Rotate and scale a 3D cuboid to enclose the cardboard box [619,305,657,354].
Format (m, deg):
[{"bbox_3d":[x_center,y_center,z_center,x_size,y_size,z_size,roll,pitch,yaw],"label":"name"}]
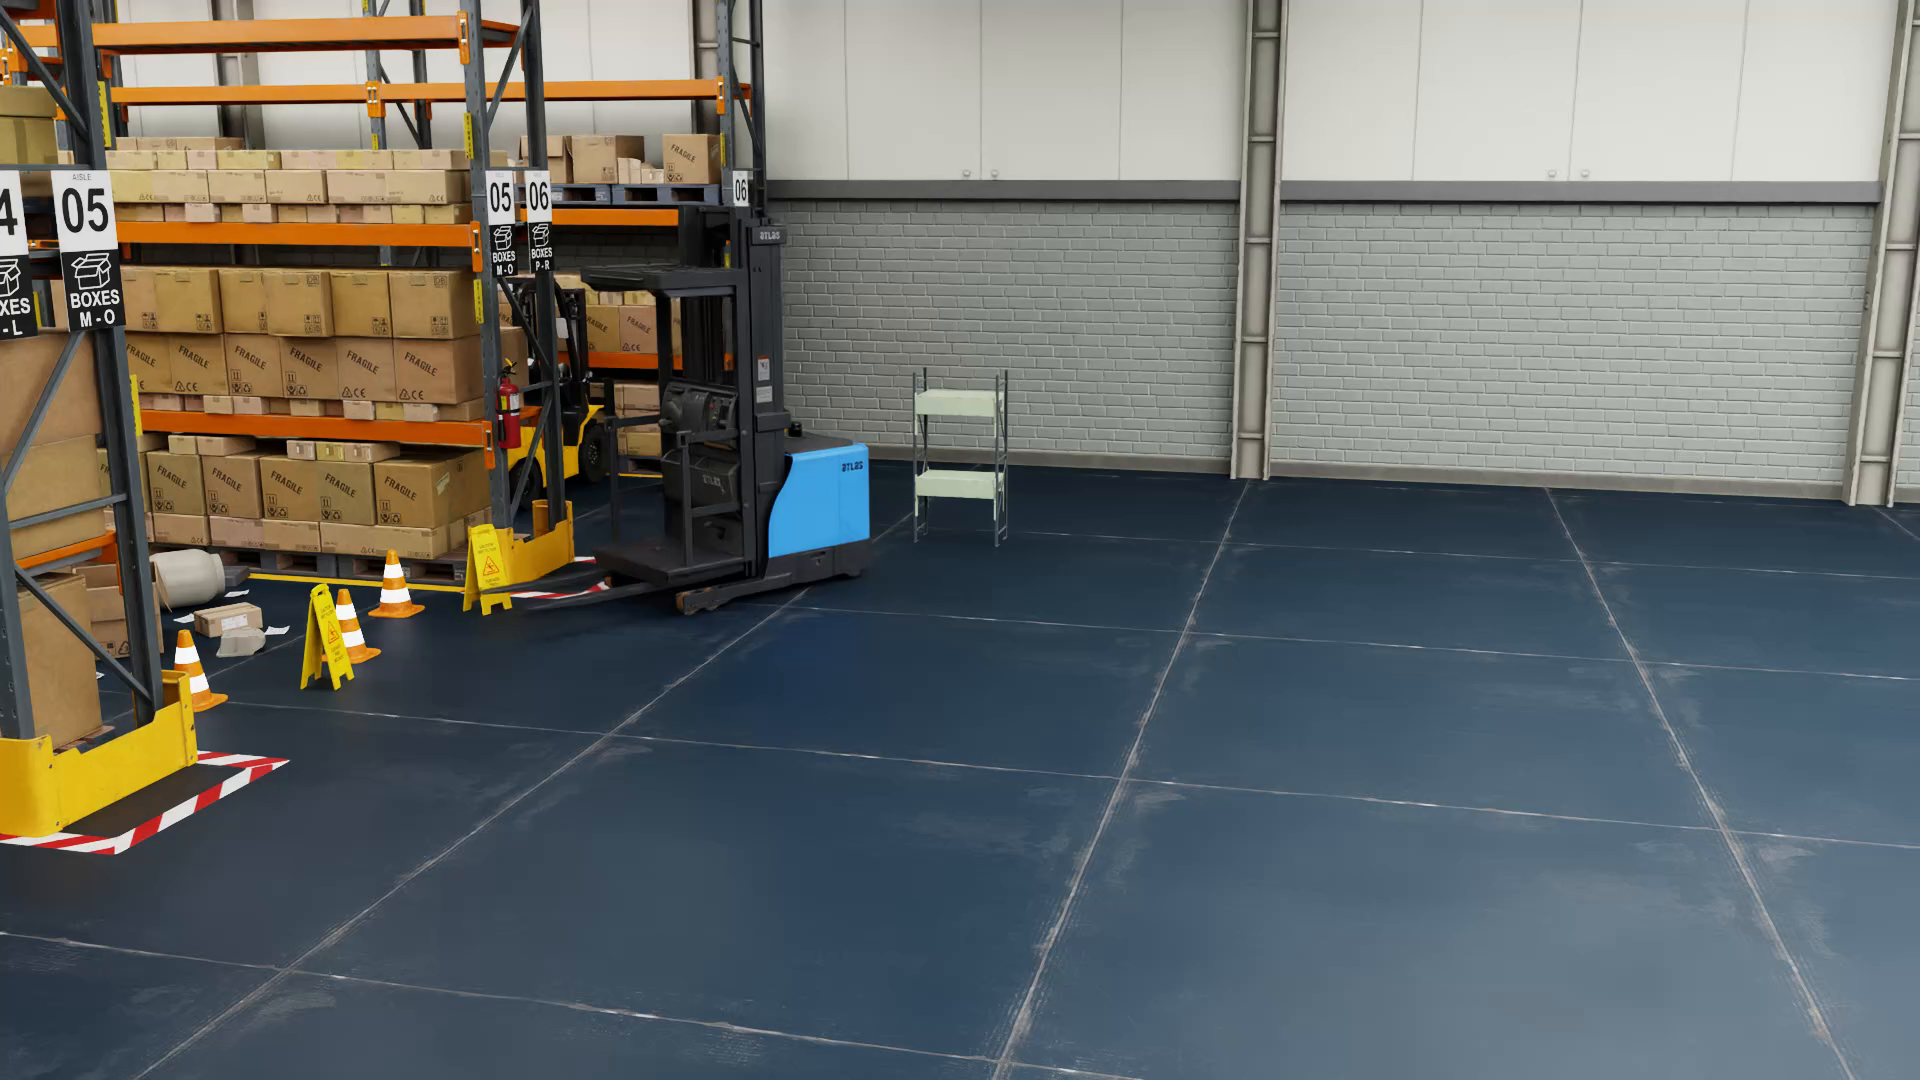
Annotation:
[{"bbox_3d":[-3.307,-2.273,17.821,0.500,0.500,0.500,3,13,15],"label":"cardboard box"}]

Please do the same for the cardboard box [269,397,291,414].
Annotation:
[{"bbox_3d":[-5.344,-1.116,13.418,0.250,0.149,0.380,3,13,14],"label":"cardboard box"}]

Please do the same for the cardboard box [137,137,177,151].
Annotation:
[{"bbox_3d":[-8.873,-4.313,18.891,0.500,0.500,0.700,3,13,12],"label":"cardboard box"}]

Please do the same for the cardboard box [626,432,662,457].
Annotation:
[{"bbox_3d":[-3.277,-1.073,18.024,0.500,0.250,0.500,3,13,14],"label":"cardboard box"}]

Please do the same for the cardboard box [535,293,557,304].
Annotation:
[{"bbox_3d":[-4.405,-2.641,17.986,0.250,0.149,0.380,3,13,12],"label":"cardboard box"}]

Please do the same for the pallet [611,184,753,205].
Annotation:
[{"bbox_3d":[-2.945,-3.688,17.710,1.213,0.211,1.003,3,13,14],"label":"pallet"}]

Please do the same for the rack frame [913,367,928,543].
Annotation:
[{"bbox_3d":[-0.349,-0.751,14.655,0.023,1.500,0.400,3,13,14],"label":"rack frame"}]

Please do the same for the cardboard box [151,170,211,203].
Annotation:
[{"bbox_3d":[-5.986,-2.791,13.121,0.500,0.250,0.500,3,13,14],"label":"cardboard box"}]

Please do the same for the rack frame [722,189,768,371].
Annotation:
[{"bbox_3d":[-2.264,-2.225,17.836,0.127,3.000,1.000,3,13,14],"label":"rack frame"}]

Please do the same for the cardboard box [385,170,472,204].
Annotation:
[{"bbox_3d":[-4.011,-2.687,12.653,0.500,0.250,0.500,3,13,13],"label":"cardboard box"}]

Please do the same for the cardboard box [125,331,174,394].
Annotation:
[{"bbox_3d":[-6.480,-1.480,13.560,0.500,0.500,0.500,3,13,13],"label":"cardboard box"}]

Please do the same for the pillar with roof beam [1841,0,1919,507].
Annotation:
[{"bbox_3d":[7.895,-3.851,11.316,0.400,9.000,9.100,3,13,14],"label":"pillar with roof beam"}]

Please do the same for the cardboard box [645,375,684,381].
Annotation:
[{"bbox_3d":[-3.172,-1.665,18.385,0.500,0.250,0.500,3,13,14],"label":"cardboard box"}]

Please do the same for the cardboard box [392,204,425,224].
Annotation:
[{"bbox_3d":[-4.113,-2.488,12.678,0.250,0.149,0.380,3,13,14],"label":"cardboard box"}]

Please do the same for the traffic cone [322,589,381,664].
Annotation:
[{"bbox_3d":[-4.112,0.558,11.151,0.334,0.463,0.336,3,13,14],"label":"traffic cone"}]

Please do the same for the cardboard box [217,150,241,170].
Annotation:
[{"bbox_3d":[-5.577,-2.971,13.013,0.250,0.149,0.380,3,13,15],"label":"cardboard box"}]

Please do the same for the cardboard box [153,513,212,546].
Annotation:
[{"bbox_3d":[-6.304,-0.138,13.810,0.500,0.250,0.500,4,13,17],"label":"cardboard box"}]

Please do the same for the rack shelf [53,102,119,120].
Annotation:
[{"bbox_3d":[-11.973,-5.126,19.646,4.000,0.370,1.077,3,13,14],"label":"rack shelf"}]

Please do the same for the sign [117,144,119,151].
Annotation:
[{"bbox_3d":[-7.211,-3.220,14.201,0.005,0.325,0.100,3,13,14],"label":"sign"}]

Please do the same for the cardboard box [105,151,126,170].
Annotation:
[{"bbox_3d":[-6.592,-3.011,13.195,0.250,0.149,0.380,3,13,12],"label":"cardboard box"}]

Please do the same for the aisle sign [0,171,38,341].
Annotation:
[{"bbox_3d":[-4.541,-1.337,7.832,0.004,0.787,0.394,3,13,14],"label":"aisle sign"}]

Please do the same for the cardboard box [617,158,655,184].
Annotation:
[{"bbox_3d":[-3.388,-3.870,17.434,0.258,0.266,0.396,3,13,14],"label":"cardboard box"}]

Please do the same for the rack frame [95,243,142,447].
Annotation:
[{"bbox_3d":[-10.031,-2.640,19.707,0.127,3.000,1.000,3,13,14],"label":"rack frame"}]

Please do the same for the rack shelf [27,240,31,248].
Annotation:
[{"bbox_3d":[-9.275,-2.605,14.286,4.000,0.370,1.077,3,13,14],"label":"rack shelf"}]

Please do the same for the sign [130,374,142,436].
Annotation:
[{"bbox_3d":[-4.399,-0.712,8.837,0.005,0.325,0.100,3,13,14],"label":"sign"}]

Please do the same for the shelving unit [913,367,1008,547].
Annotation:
[{"bbox_3d":[0.006,-0.732,14.570,0.755,1.500,0.431,3,13,14],"label":"shelving unit"}]

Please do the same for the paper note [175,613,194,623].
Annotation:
[{"bbox_3d":[-5.633,0.568,12.128,0.142,0.019,0.148,8,15,33],"label":"paper note"}]

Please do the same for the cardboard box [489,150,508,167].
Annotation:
[{"bbox_3d":[-3.746,-2.973,13.022,0.250,0.149,0.380,3,13,13],"label":"cardboard box"}]

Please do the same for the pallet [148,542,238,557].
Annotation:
[{"bbox_3d":[-6.673,0.001,14.244,1.213,0.211,1.003,3,13,14],"label":"pallet"}]

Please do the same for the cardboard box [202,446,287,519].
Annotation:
[{"bbox_3d":[-5.800,-0.477,13.606,0.500,0.500,0.500,4,13,16],"label":"cardboard box"}]

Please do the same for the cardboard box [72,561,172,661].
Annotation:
[{"bbox_3d":[-5.762,0.479,11.412,0.637,0.503,0.797,-6,14,-25],"label":"cardboard box"}]

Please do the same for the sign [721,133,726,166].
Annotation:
[{"bbox_3d":[-2.408,-3.969,16.912,0.005,0.325,0.100,3,13,14],"label":"sign"}]

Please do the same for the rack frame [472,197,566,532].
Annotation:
[{"bbox_3d":[-3.450,-1.181,13.130,0.127,3.000,1.000,3,13,14],"label":"rack frame"}]

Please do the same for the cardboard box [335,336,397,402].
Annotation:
[{"bbox_3d":[-4.528,-1.372,13.074,0.500,0.500,0.500,3,13,14],"label":"cardboard box"}]

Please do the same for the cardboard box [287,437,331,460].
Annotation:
[{"bbox_3d":[-5.162,-0.745,13.318,0.250,0.149,0.380,4,13,16],"label":"cardboard box"}]

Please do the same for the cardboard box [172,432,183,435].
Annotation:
[{"bbox_3d":[-6.695,-0.643,14.353,0.500,0.500,0.500,3,13,13],"label":"cardboard box"}]

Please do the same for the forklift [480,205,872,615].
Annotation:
[{"bbox_3d":[-2.137,-1.007,12.506,3.031,2.935,1.130,-11,17,-42],"label":"forklift"}]

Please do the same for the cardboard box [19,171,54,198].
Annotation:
[{"bbox_3d":[-4.794,-1.815,8.445,0.250,0.149,0.380,3,13,14],"label":"cardboard box"}]

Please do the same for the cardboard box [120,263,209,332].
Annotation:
[{"bbox_3d":[-6.468,-1.971,13.466,0.500,0.500,0.700,3,13,14],"label":"cardboard box"}]

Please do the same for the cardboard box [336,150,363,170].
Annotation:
[{"bbox_3d":[-4.576,-2.922,12.792,0.250,0.149,0.380,3,13,14],"label":"cardboard box"}]

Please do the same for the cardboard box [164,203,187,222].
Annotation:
[{"bbox_3d":[-6.091,-2.610,13.226,0.250,0.149,0.380,3,13,12],"label":"cardboard box"}]

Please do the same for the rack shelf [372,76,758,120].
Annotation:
[{"bbox_3d":[-4.206,-4.711,17.775,4.000,0.370,1.077,3,13,14],"label":"rack shelf"}]

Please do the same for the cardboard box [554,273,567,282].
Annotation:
[{"bbox_3d":[-4.394,-2.805,18.034,0.250,0.149,0.380,3,13,14],"label":"cardboard box"}]

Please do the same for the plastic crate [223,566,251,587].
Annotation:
[{"bbox_3d":[-6.006,0.291,13.237,0.583,0.080,0.402,-1,13,-6],"label":"plastic crate"}]

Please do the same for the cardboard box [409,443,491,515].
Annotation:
[{"bbox_3d":[-4.190,-0.511,13.757,0.500,0.500,0.500,3,13,12],"label":"cardboard box"}]

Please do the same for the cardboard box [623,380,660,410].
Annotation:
[{"bbox_3d":[-3.283,-1.559,17.906,0.500,0.250,0.500,3,13,15],"label":"cardboard box"}]

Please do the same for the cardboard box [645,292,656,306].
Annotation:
[{"bbox_3d":[-3.161,-2.583,17.720,0.250,0.149,0.380,3,13,15],"label":"cardboard box"}]

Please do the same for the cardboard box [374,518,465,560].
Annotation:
[{"bbox_3d":[-4.323,-0.030,13.322,0.500,0.250,0.500,3,13,13],"label":"cardboard box"}]

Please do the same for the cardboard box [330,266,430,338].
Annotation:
[{"bbox_3d":[-4.488,-1.871,13.017,0.500,0.500,0.700,3,13,14],"label":"cardboard box"}]

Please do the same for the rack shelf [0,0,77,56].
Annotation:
[{"bbox_3d":[-6.480,-2.621,8.354,4.000,0.370,1.077,3,13,14],"label":"rack shelf"}]

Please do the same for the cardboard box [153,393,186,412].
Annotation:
[{"bbox_3d":[-6.350,-1.152,13.581,0.250,0.149,0.380,3,13,15],"label":"cardboard box"}]

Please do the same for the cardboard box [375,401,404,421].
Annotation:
[{"bbox_3d":[-4.381,-1.040,13.076,0.250,0.149,0.380,3,13,13],"label":"cardboard box"}]

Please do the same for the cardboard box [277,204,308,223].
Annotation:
[{"bbox_3d":[-5.100,-2.554,12.977,0.250,0.149,0.380,3,13,12],"label":"cardboard box"}]

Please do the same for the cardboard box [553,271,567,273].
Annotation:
[{"bbox_3d":[-4.530,-2.917,18.539,0.250,0.149,0.380,3,13,13],"label":"cardboard box"}]
